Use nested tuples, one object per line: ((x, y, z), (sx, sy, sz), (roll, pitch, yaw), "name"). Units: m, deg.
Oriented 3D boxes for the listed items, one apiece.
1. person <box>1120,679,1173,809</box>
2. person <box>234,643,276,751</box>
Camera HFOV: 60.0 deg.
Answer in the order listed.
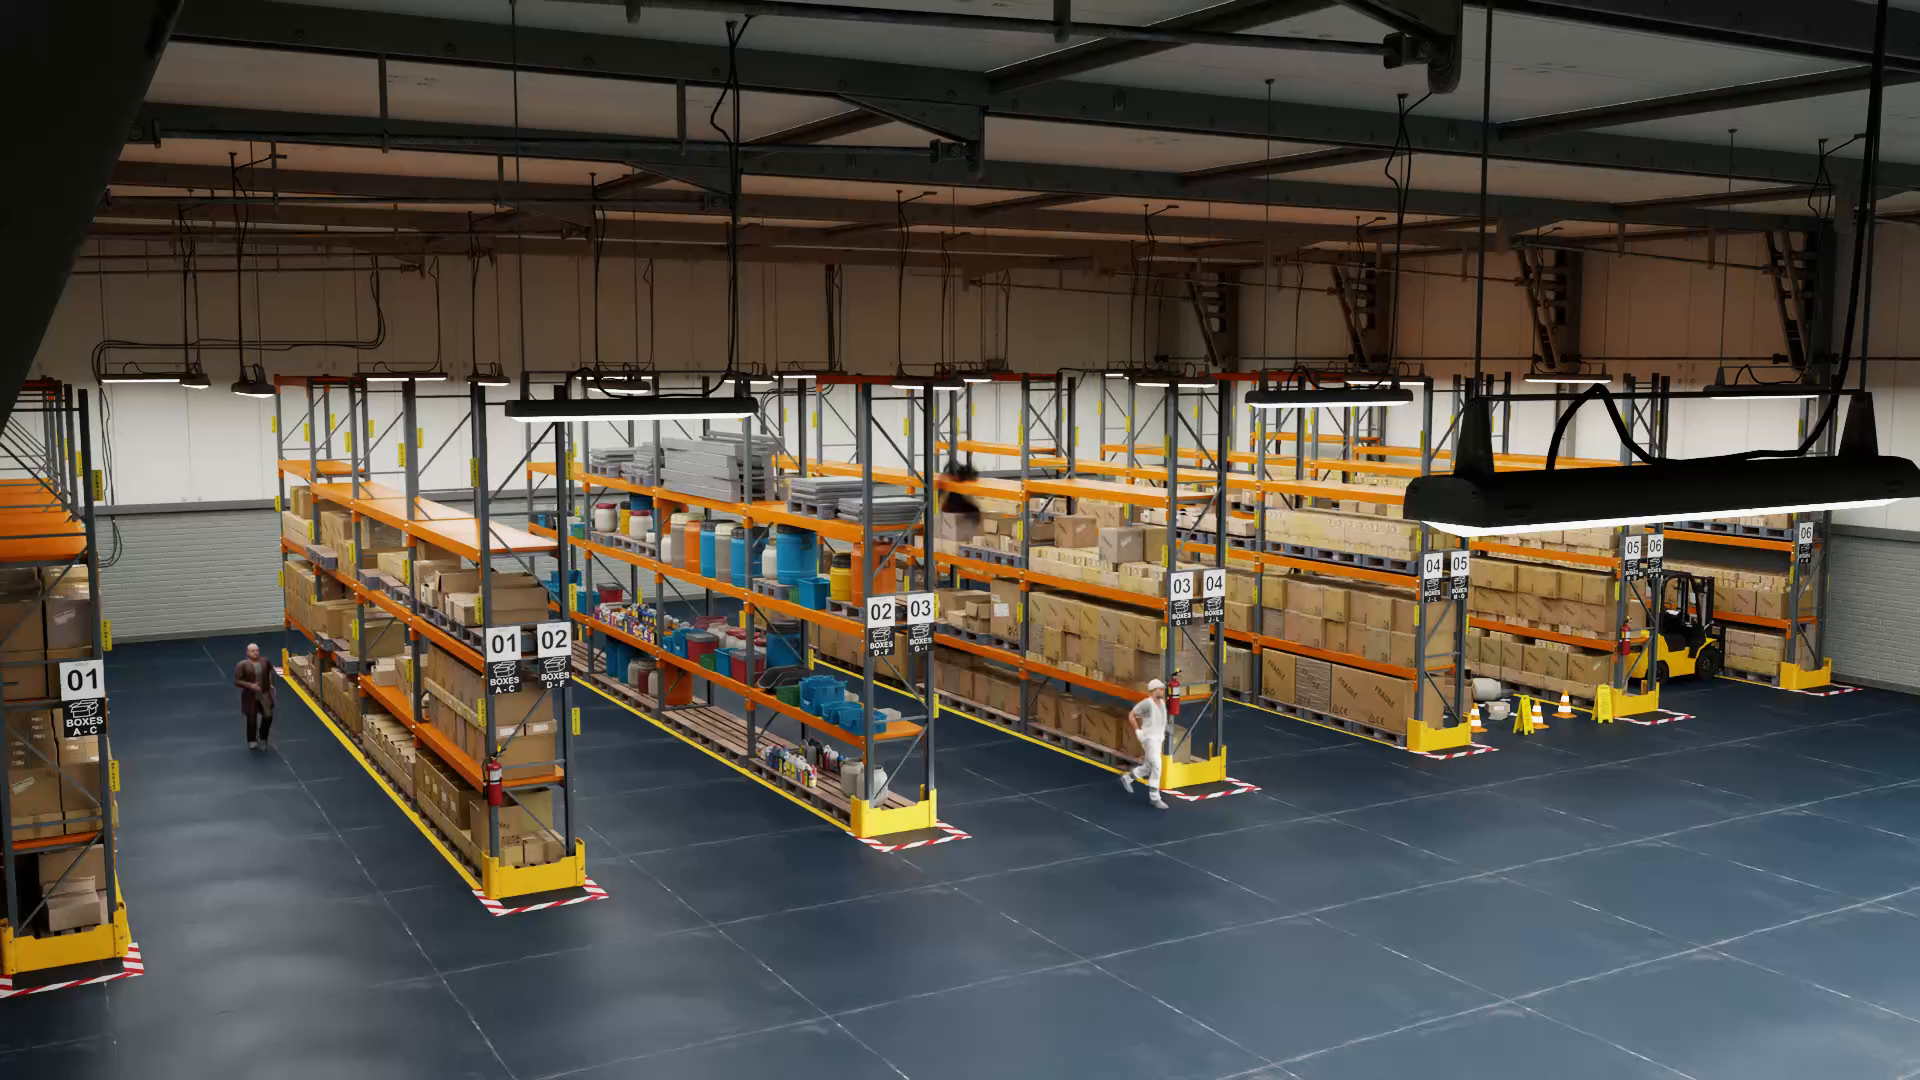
((2.712, 2.871, 23.771), (0.899, 1.776, 0.707), (5, 8, 40), "person")
((-11.303, 2.535, 26.725), (0.672, 1.771, 0.837), (-5, 8, -38), "person")
